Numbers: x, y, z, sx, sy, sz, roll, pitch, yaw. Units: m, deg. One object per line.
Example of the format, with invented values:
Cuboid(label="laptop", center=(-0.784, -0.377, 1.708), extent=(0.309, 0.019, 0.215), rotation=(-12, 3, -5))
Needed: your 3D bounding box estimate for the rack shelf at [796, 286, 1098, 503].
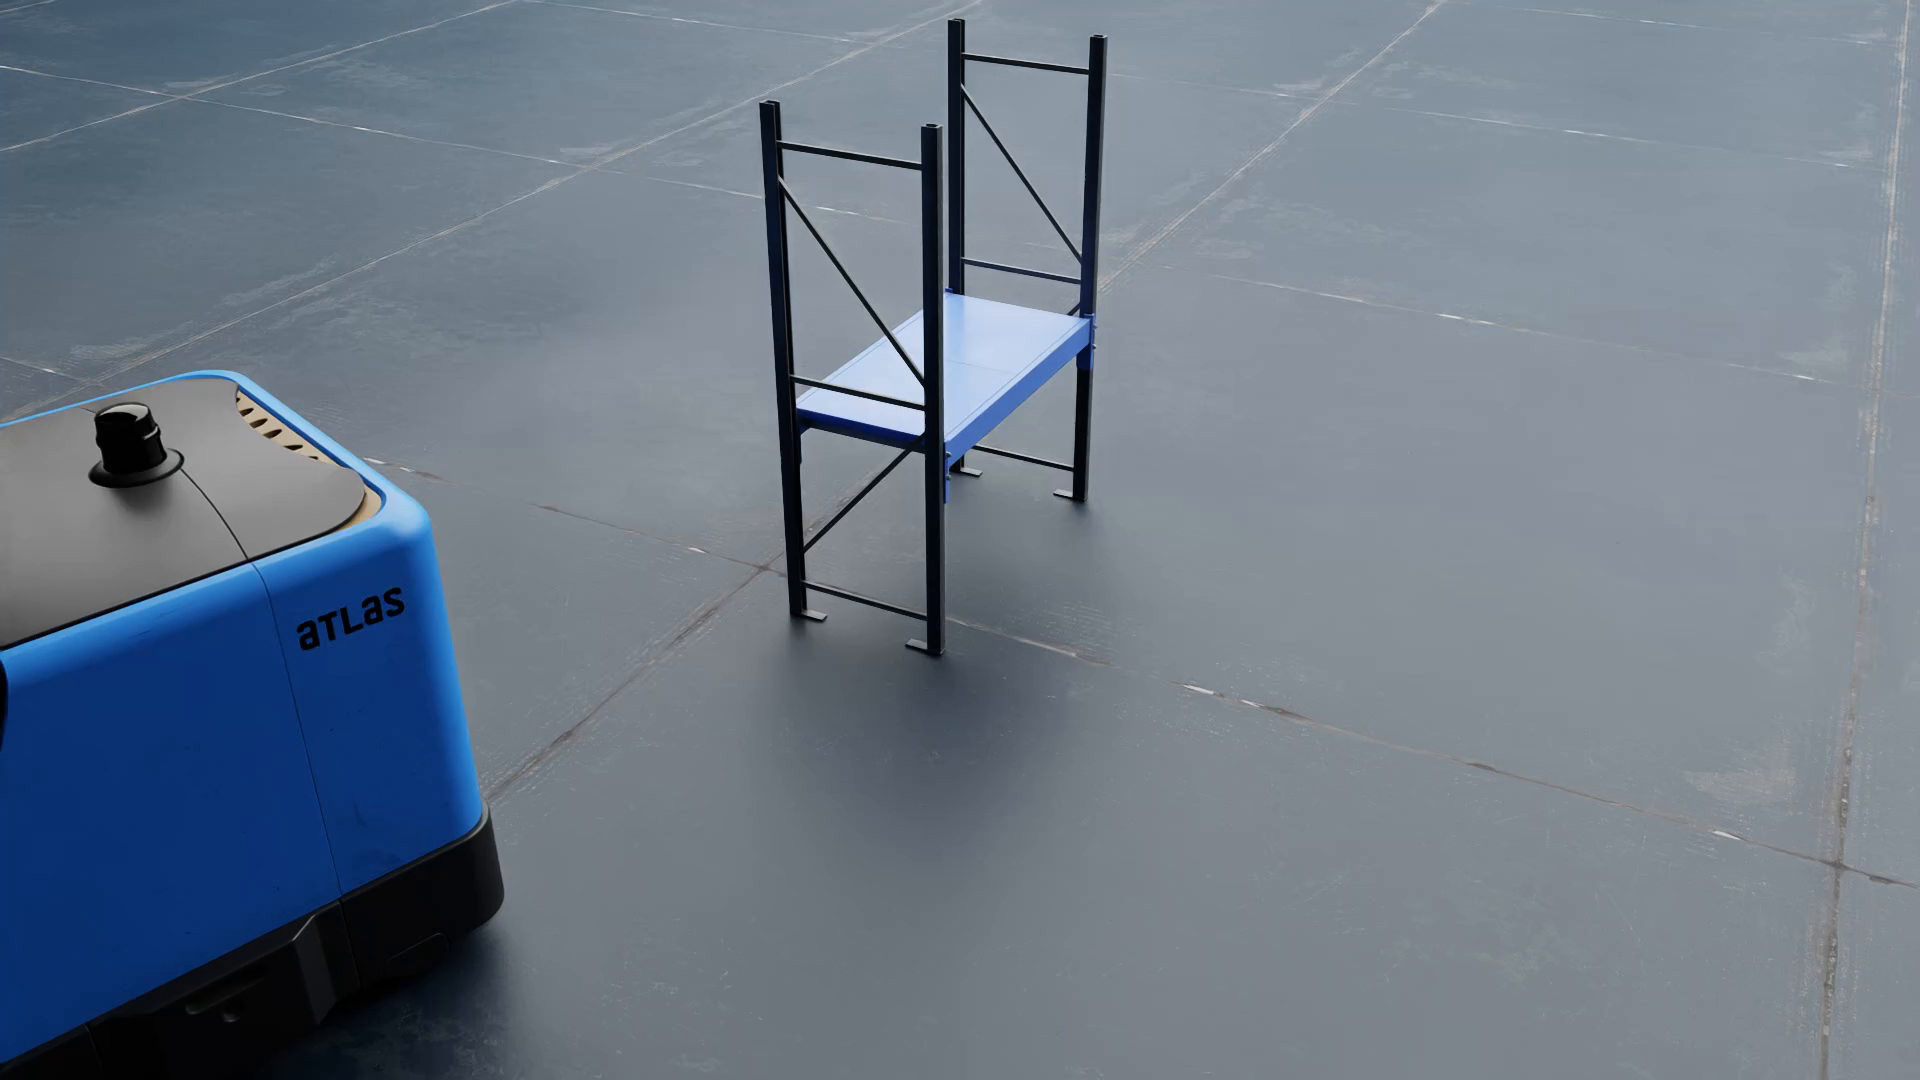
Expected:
Cuboid(label="rack shelf", center=(-0.039, -0.457, 4.900), extent=(0.538, 0.185, 1.000), rotation=(14, 33, 23))

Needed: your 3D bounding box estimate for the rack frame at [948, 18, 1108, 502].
Cuboid(label="rack frame", center=(0.193, -0.838, 5.203), extent=(0.500, 1.500, 0.032), rotation=(14, 33, 23))

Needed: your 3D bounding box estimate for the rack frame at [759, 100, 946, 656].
Cuboid(label="rack frame", center=(-0.270, -0.387, 4.418), extent=(0.500, 1.500, 0.032), rotation=(14, 33, 23))

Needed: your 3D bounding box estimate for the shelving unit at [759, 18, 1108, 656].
Cuboid(label="shelving unit", center=(-0.039, -0.613, 4.811), extent=(0.538, 1.500, 1.048), rotation=(14, 33, 23))

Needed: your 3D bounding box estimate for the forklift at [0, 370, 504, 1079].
Cuboid(label="forklift", center=(-2.436, -0.074, 2.436), extent=(3.031, 2.935, 1.130), rotation=(-25, 38, -36))
